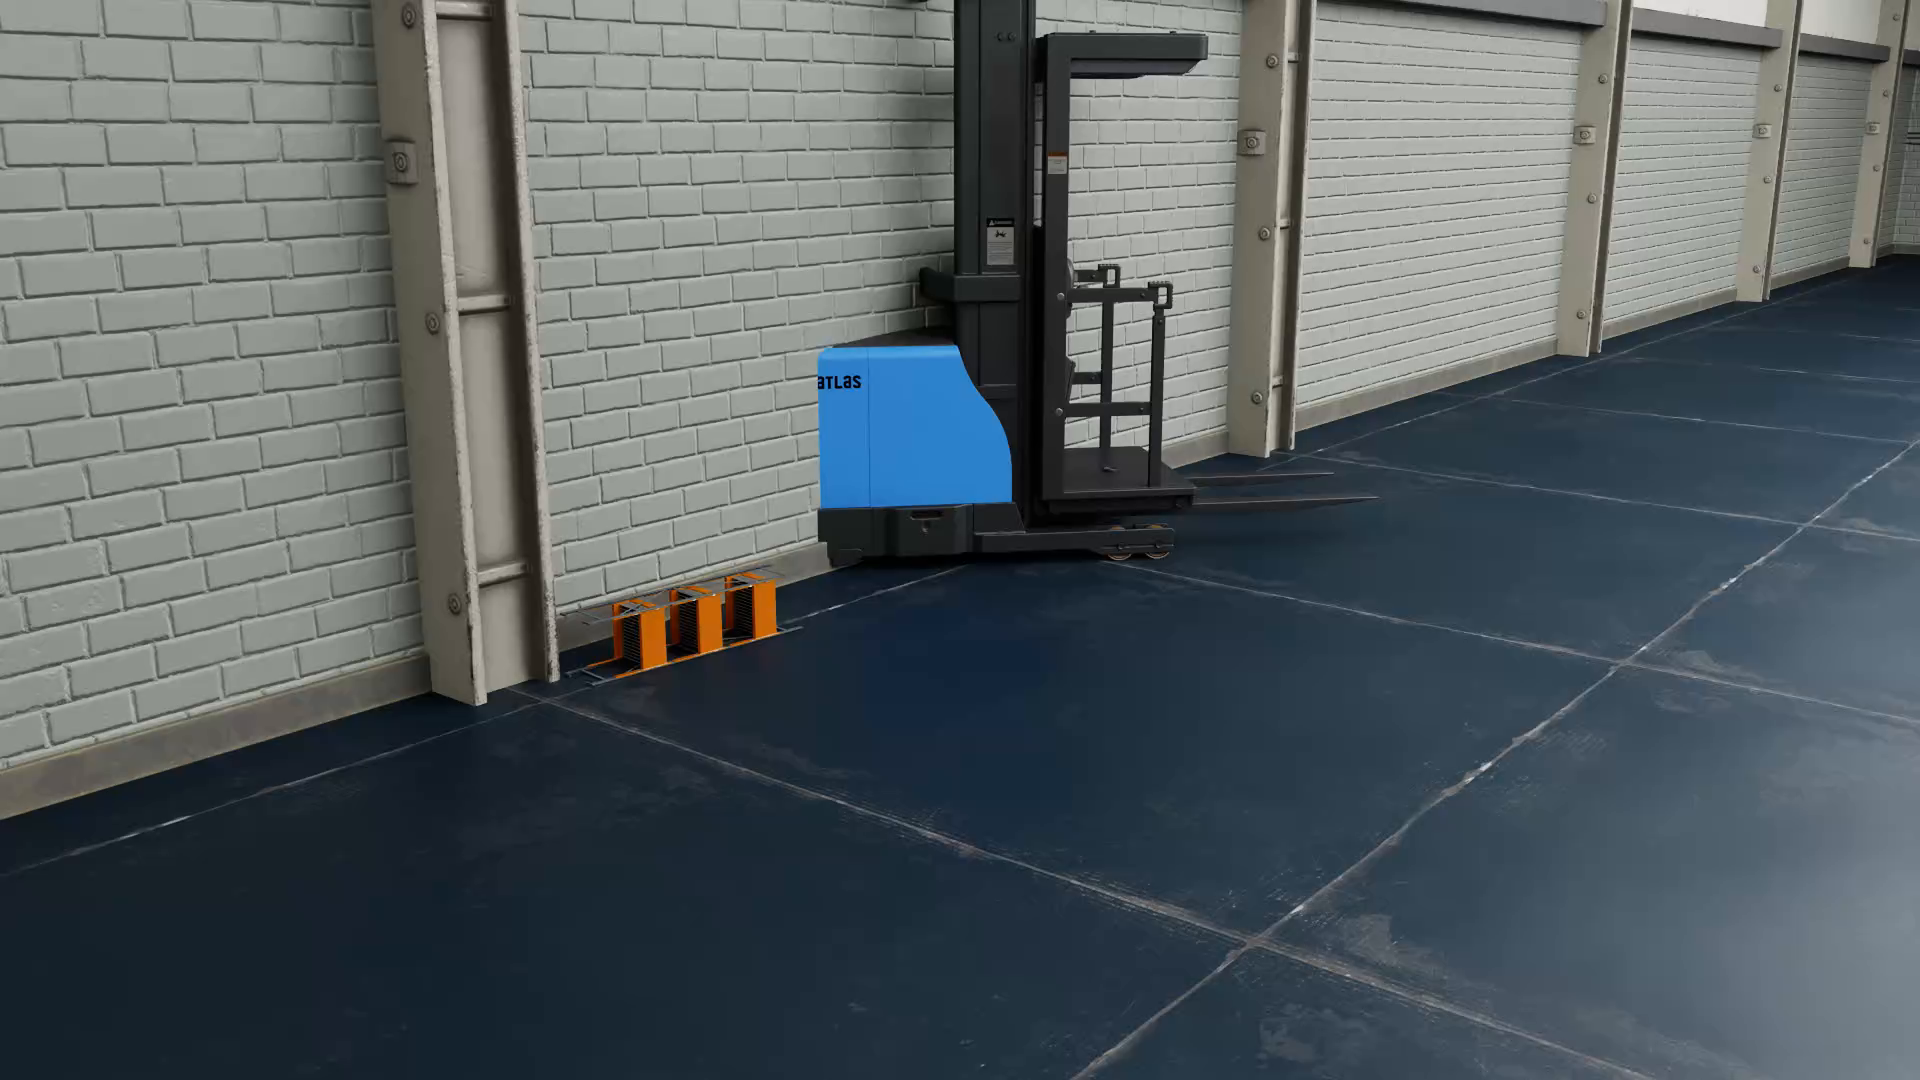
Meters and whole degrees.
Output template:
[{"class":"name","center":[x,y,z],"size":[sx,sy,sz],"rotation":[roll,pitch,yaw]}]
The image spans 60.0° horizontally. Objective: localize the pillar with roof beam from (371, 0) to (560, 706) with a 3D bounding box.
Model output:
[{"class":"pillar with roof beam","center":[1.549,-3.139,2.701],"size":[9.100,9.000,0.400],"rotation":[11,18,38]}]

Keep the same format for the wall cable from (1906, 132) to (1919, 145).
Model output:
[{"class":"wall cable","center":[16.164,-7.256,25.214],"size":[3.097,2.526,0.112],"rotation":[11,18,38]}]

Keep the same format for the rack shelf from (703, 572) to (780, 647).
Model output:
[{"class":"rack shelf","center":[-0.924,0.284,6.981],"size":[0.215,0.240,0.259],"rotation":[14,20,43]}]

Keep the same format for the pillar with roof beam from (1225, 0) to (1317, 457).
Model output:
[{"class":"pillar with roof beam","center":[5.320,-4.288,7.224],"size":[9.100,9.000,0.400],"rotation":[11,18,38]}]

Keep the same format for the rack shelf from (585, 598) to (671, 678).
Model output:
[{"class":"rack shelf","center":[-1.319,0.382,6.594],"size":[0.215,0.240,0.259],"rotation":[14,20,43]}]

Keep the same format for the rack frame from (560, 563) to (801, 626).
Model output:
[{"class":"rack frame","center":[-1.116,0.213,6.763],"size":[0.200,0.008,1.050],"rotation":[14,20,43]}]

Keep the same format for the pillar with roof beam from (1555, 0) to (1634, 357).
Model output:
[{"class":"pillar with roof beam","center":[9.091,-5.437,11.748],"size":[9.100,9.000,0.400],"rotation":[11,18,38]}]

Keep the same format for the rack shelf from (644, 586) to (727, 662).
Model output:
[{"class":"rack shelf","center":[-1.124,0.333,6.786],"size":[0.215,0.240,0.259],"rotation":[14,20,43]}]

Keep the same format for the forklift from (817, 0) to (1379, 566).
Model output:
[{"class":"forklift","center":[0.616,-1.445,8.360],"size":[3.031,2.935,1.130],"rotation":[-2,14,-9]}]

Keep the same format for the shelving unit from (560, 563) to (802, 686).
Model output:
[{"class":"shelving unit","center":[-1.116,0.332,6.793],"size":[0.215,0.252,1.050],"rotation":[14,20,43]}]

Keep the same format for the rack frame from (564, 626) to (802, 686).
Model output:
[{"class":"rack frame","center":[-1.116,0.450,6.823],"size":[0.200,0.008,1.050],"rotation":[14,20,43]}]

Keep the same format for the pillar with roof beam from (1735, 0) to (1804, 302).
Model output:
[{"class":"pillar with roof beam","center":[12.862,-6.586,16.271],"size":[9.100,9.000,0.400],"rotation":[11,18,38]}]

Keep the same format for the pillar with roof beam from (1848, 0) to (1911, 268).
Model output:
[{"class":"pillar with roof beam","center":[16.633,-7.735,20.794],"size":[9.100,9.000,0.400],"rotation":[11,18,38]}]
